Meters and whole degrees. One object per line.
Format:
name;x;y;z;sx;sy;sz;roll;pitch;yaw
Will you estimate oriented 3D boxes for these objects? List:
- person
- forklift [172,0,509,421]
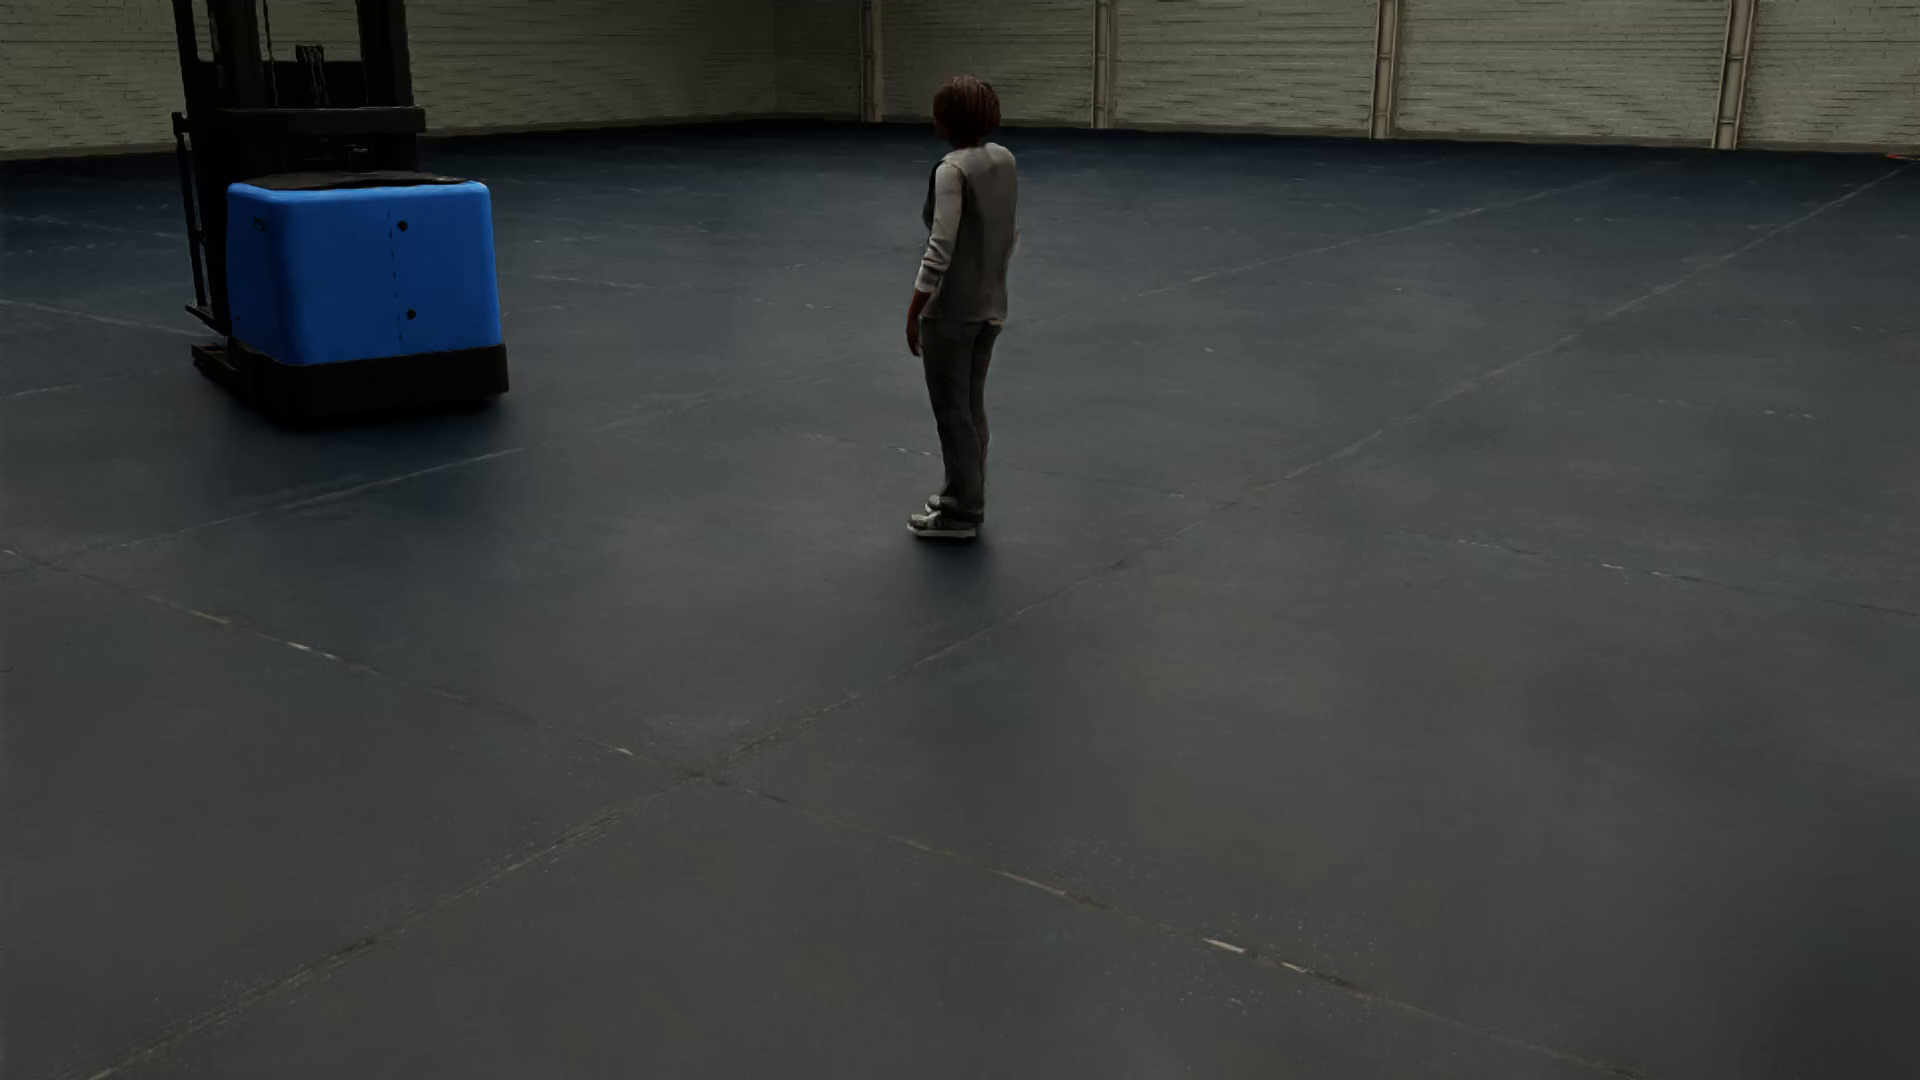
person;-0.053;-0.787;5.769;0.474;1.597;0.521;11;20;33
forklift;-3.473;-2.321;8.593;1.130;2.935;3.031;-12;20;-34
